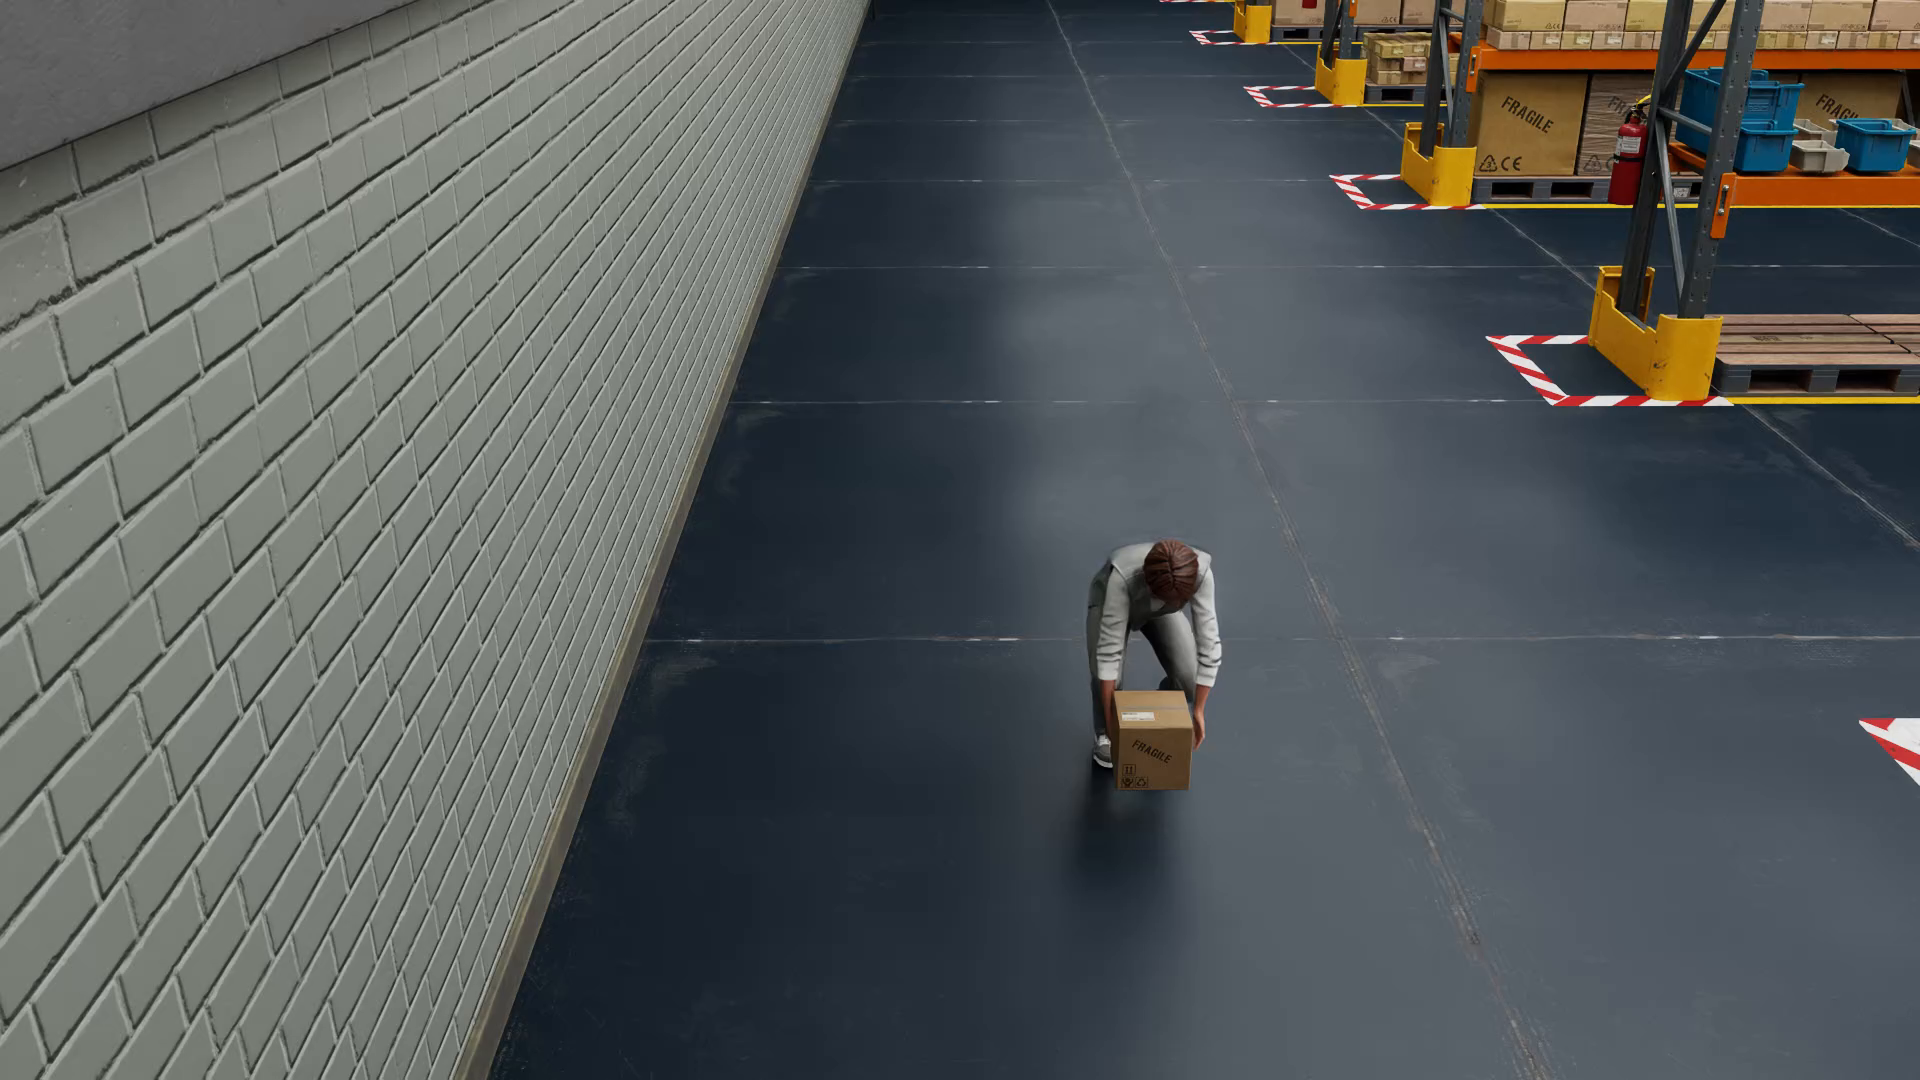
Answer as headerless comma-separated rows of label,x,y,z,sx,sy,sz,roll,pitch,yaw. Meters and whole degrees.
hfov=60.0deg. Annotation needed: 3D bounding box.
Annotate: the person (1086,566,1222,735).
person,0.687,0.358,6.084,0.452,0.833,0.628,0,24,-1
